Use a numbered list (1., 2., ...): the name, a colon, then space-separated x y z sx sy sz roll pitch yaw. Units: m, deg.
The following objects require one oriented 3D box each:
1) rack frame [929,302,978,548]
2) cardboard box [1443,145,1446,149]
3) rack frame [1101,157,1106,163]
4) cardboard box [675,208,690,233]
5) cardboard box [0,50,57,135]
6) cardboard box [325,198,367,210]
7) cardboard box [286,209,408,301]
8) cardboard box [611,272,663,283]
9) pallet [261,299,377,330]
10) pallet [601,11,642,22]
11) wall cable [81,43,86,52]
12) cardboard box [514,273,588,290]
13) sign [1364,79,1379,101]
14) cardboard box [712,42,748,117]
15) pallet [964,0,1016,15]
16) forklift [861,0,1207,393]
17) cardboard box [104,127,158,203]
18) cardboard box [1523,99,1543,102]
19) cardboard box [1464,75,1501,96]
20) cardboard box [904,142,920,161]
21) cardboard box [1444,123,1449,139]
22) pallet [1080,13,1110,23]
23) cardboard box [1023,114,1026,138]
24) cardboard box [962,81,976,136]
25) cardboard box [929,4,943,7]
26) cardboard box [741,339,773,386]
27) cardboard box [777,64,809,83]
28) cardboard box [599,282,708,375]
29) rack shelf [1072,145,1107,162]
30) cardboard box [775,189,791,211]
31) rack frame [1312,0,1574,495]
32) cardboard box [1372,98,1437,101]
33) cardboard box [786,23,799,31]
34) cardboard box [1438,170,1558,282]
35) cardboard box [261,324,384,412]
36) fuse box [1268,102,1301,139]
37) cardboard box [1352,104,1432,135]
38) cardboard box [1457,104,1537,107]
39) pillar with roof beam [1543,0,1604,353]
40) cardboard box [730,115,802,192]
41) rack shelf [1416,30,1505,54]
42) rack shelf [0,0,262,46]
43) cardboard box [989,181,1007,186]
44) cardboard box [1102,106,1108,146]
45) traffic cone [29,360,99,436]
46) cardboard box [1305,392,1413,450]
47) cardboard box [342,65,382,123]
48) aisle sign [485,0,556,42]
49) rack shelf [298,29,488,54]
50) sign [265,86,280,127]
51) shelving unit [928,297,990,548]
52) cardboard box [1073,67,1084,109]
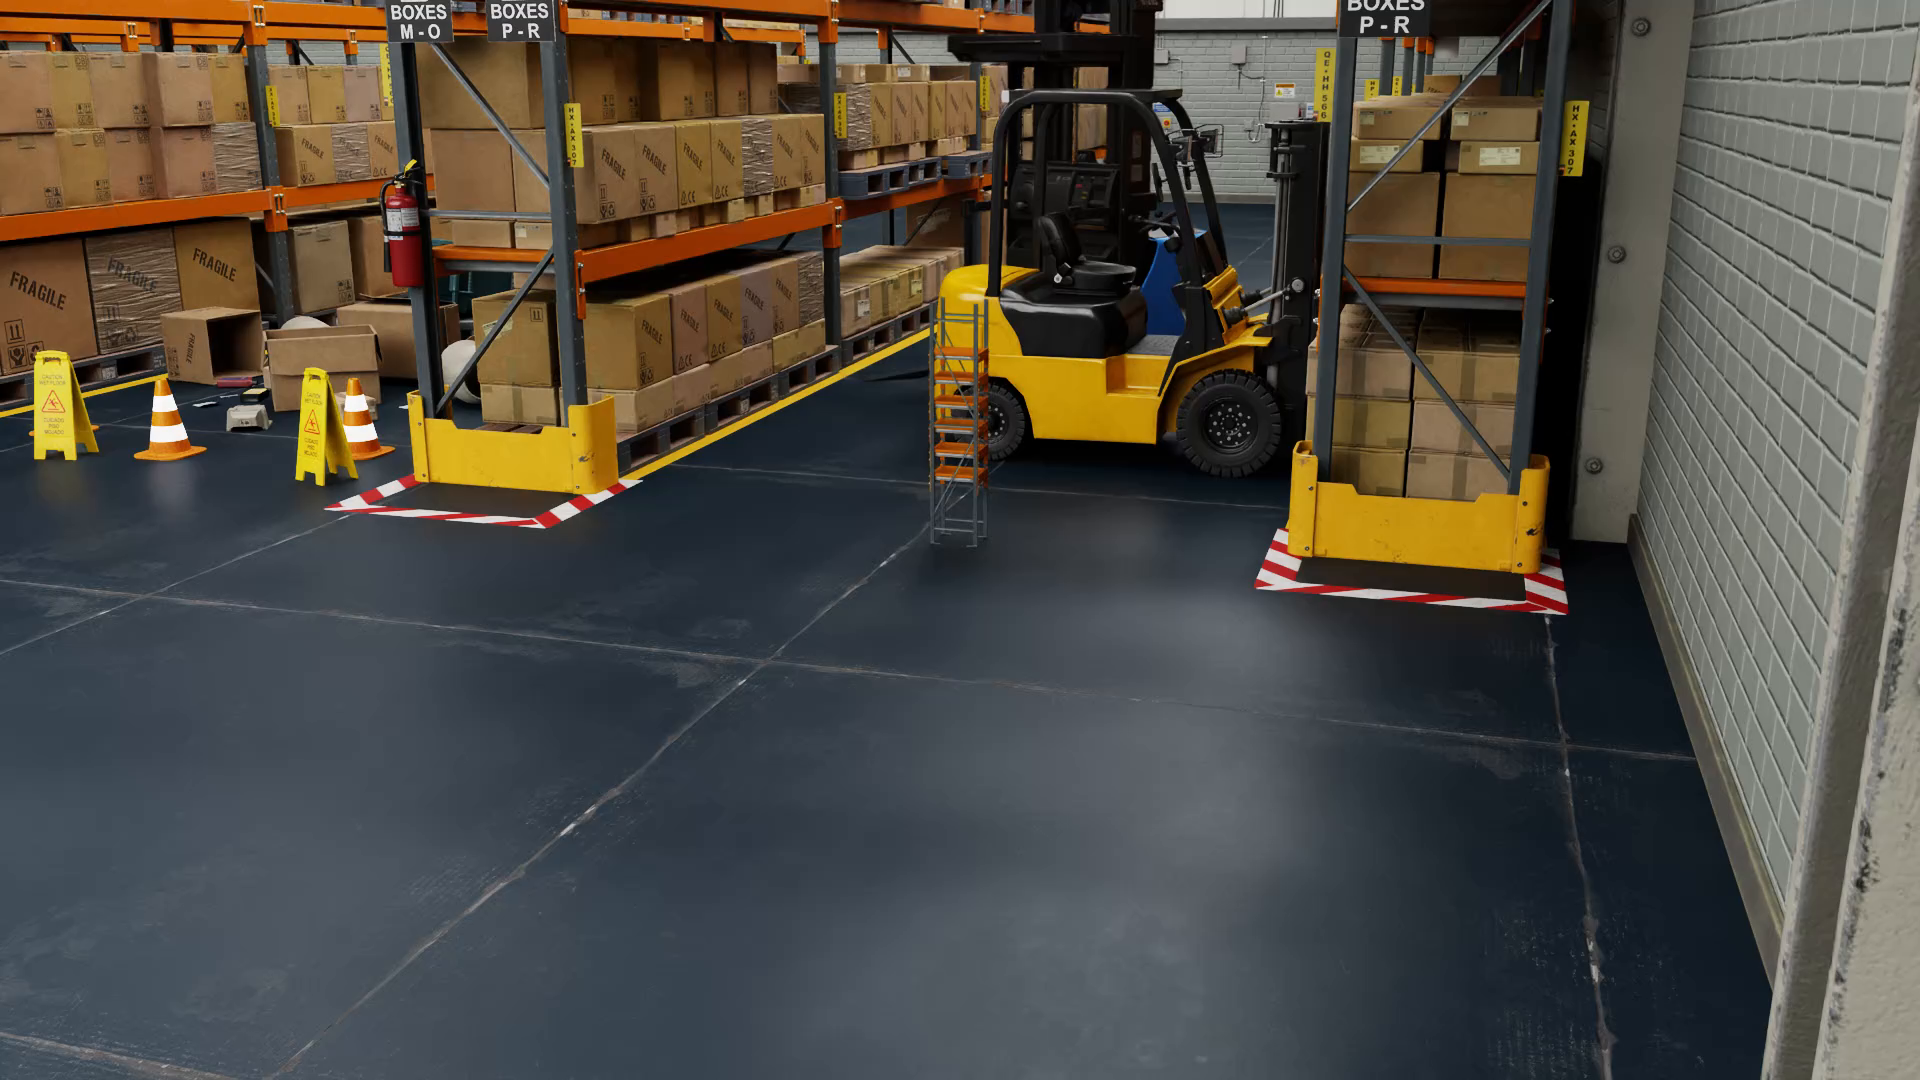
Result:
1. rack frame: -0.030 -0.550 8.068 0.240 1.200 0.006 5 16 16
2. cardboard box: 2.828 -2.238 10.539 0.500 0.500 0.500 5 17 17
3. rack frame: 1.987 -5.947 23.798 1.000 3.000 0.127 5 16 16
4. cardboard box: -1.896 -1.976 10.259 0.380 0.149 0.250 5 17 17
5. cardboard box: -6.835 -3.091 11.475 0.875 0.550 0.550 5 16 16
6. cardboard box: -8.814 -4.679 22.454 1.225 0.875 0.875 5 16 16
7. cardboard box: -5.830 -2.706 15.725 1.050 0.750 0.750 5 16 16
8. cardboard box: -2.287 -1.499 11.011 0.500 0.500 0.500 4 16 15
9. pallet: -6.051 -2.031 15.102 1.003 0.211 1.213 5 16 16
10. pallet: -4.494 -6.185 19.487 1.213 0.211 1.003 5 16 16
11. wall cable: -19.812 -10.712 35.294 3.097 2.526 0.112 5 16 16
12. cardboard box: -2.542 -1.644 10.334 0.380 0.149 0.250 5 17 17
13. sign: 2.814 -2.982 11.367 0.100 0.325 0.005 5 16 16
14. cardboard box: -1.922 -3.249 11.727 0.700 0.500 0.500 5 17 16
15. pallet: -0.154 -5.378 16.643 1.213 0.211 1.003 5 17 18
16. forklift: 0.602 -2.530 11.879 1.130 2.935 3.031 14 21 41
17. cardboard box: -6.692 -2.861 12.646 0.875 0.550 0.550 5 16 16
18. cardboard box: 3.258 -2.550 9.906 0.380 0.149 0.250 4 16 15
19. cardboard box: 6.289 -5.317 19.933 0.500 0.500 0.500 4 16 14
20. cardboard box: -0.566 -3.347 14.324 0.380 0.149 0.250 5 17 18
21. cardboard box: 3.221 -2.890 11.649 0.380 0.149 0.250 5 17 18
22. pallet: 1.441 -6.832 21.584 1.003 0.211 1.213 5 16 16
23. cardboard box: 0.396 -4.400 17.703 0.500 0.250 0.500 5 16 16
24. cardboard box: -0.149 -4.106 15.812 0.500 0.500 0.500 4 16 14
25. cardboard box: -0.565 -5.098 15.124 0.700 0.500 0.500 5 16 16
26. cardboard box: -1.624 -1.238 11.466 0.500 0.250 0.500 5 17 17
27. cardboard box: -1.325 -3.832 13.656 0.380 0.149 0.250 4 16 14
28. cardboard box: -1.915 -1.334 10.429 0.500 0.500 0.500 4 16 14
29. rack shelf: 1.419 -5.077 22.051 1.077 0.370 4.000 5 16 16
30. cardboard box: -1.436 -2.450 11.932 0.380 0.149 0.250 5 17 16
31. rack frame: 2.200 -1.377 7.686 1.000 3.000 0.127 5 16 16
32. cardboard box: 2.691 -2.594 10.060 0.380 0.149 0.250 4 16 15
33. cardboard box: -2.663 -7.535 24.177 0.500 0.250 0.500 4 16 15
34. cardboard box: 2.607 -1.533 8.053 0.500 0.500 0.500 5 17 18
35. cardboard box: -4.488 -1.215 11.692 0.797 0.503 0.637 -7 17 -23
36. fuse box: 5.540 -6.603 28.472 0.539 1.711 0.414 5 16 16
37. cardboard box: 2.189 -2.127 8.416 0.380 0.149 0.250 5 17 17
38. cardboard box: 2.669 -2.087 8.274 0.380 0.149 0.250 5 17 17
39. pillar with roof beam: 0.840 -6.279 13.974 9.100 9.000 0.400 5 16 16
40. cardboard box: -1.451 -2.728 11.720 0.500 0.500 0.500 5 17 18
41. rack shelf: 6.179 -6.136 20.288 1.077 0.370 4.000 5 16 16
42. rack shelf: -6.766 -3.738 11.833 1.077 0.370 4.000 5 16 16
43. cardboard box: 0.247 -3.441 18.087 0.875 0.875 0.875 5 17 17
44. cardboard box: 1.675 -5.446 21.851 0.500 0.500 0.500 5 17 18
45. traffic cone: -5.822 -0.926 10.747 0.336 0.463 0.334 5 16 16
46. cardboard box: 2.039 -0.648 8.470 0.500 0.250 0.500 4 16 15
47. cardboard box: -5.774 -4.091 15.240 0.700 0.500 0.500 5 17 16
48. aisle sign: -2.280 -2.971 8.543 0.394 0.787 0.004 5 16 16
49. rack shelf: -8.083 -7.289 24.351 1.077 0.370 4.000 5 16 16
50. sign: -5.665 -3.576 13.710 0.100 0.325 0.005 5 16 16
51. shelving unit: -0.004 -0.573 8.152 0.258 1.200 0.189 5 16 16
52. cardboard box: 1.218 -5.535 20.331 0.500 0.500 0.500 5 17 16
